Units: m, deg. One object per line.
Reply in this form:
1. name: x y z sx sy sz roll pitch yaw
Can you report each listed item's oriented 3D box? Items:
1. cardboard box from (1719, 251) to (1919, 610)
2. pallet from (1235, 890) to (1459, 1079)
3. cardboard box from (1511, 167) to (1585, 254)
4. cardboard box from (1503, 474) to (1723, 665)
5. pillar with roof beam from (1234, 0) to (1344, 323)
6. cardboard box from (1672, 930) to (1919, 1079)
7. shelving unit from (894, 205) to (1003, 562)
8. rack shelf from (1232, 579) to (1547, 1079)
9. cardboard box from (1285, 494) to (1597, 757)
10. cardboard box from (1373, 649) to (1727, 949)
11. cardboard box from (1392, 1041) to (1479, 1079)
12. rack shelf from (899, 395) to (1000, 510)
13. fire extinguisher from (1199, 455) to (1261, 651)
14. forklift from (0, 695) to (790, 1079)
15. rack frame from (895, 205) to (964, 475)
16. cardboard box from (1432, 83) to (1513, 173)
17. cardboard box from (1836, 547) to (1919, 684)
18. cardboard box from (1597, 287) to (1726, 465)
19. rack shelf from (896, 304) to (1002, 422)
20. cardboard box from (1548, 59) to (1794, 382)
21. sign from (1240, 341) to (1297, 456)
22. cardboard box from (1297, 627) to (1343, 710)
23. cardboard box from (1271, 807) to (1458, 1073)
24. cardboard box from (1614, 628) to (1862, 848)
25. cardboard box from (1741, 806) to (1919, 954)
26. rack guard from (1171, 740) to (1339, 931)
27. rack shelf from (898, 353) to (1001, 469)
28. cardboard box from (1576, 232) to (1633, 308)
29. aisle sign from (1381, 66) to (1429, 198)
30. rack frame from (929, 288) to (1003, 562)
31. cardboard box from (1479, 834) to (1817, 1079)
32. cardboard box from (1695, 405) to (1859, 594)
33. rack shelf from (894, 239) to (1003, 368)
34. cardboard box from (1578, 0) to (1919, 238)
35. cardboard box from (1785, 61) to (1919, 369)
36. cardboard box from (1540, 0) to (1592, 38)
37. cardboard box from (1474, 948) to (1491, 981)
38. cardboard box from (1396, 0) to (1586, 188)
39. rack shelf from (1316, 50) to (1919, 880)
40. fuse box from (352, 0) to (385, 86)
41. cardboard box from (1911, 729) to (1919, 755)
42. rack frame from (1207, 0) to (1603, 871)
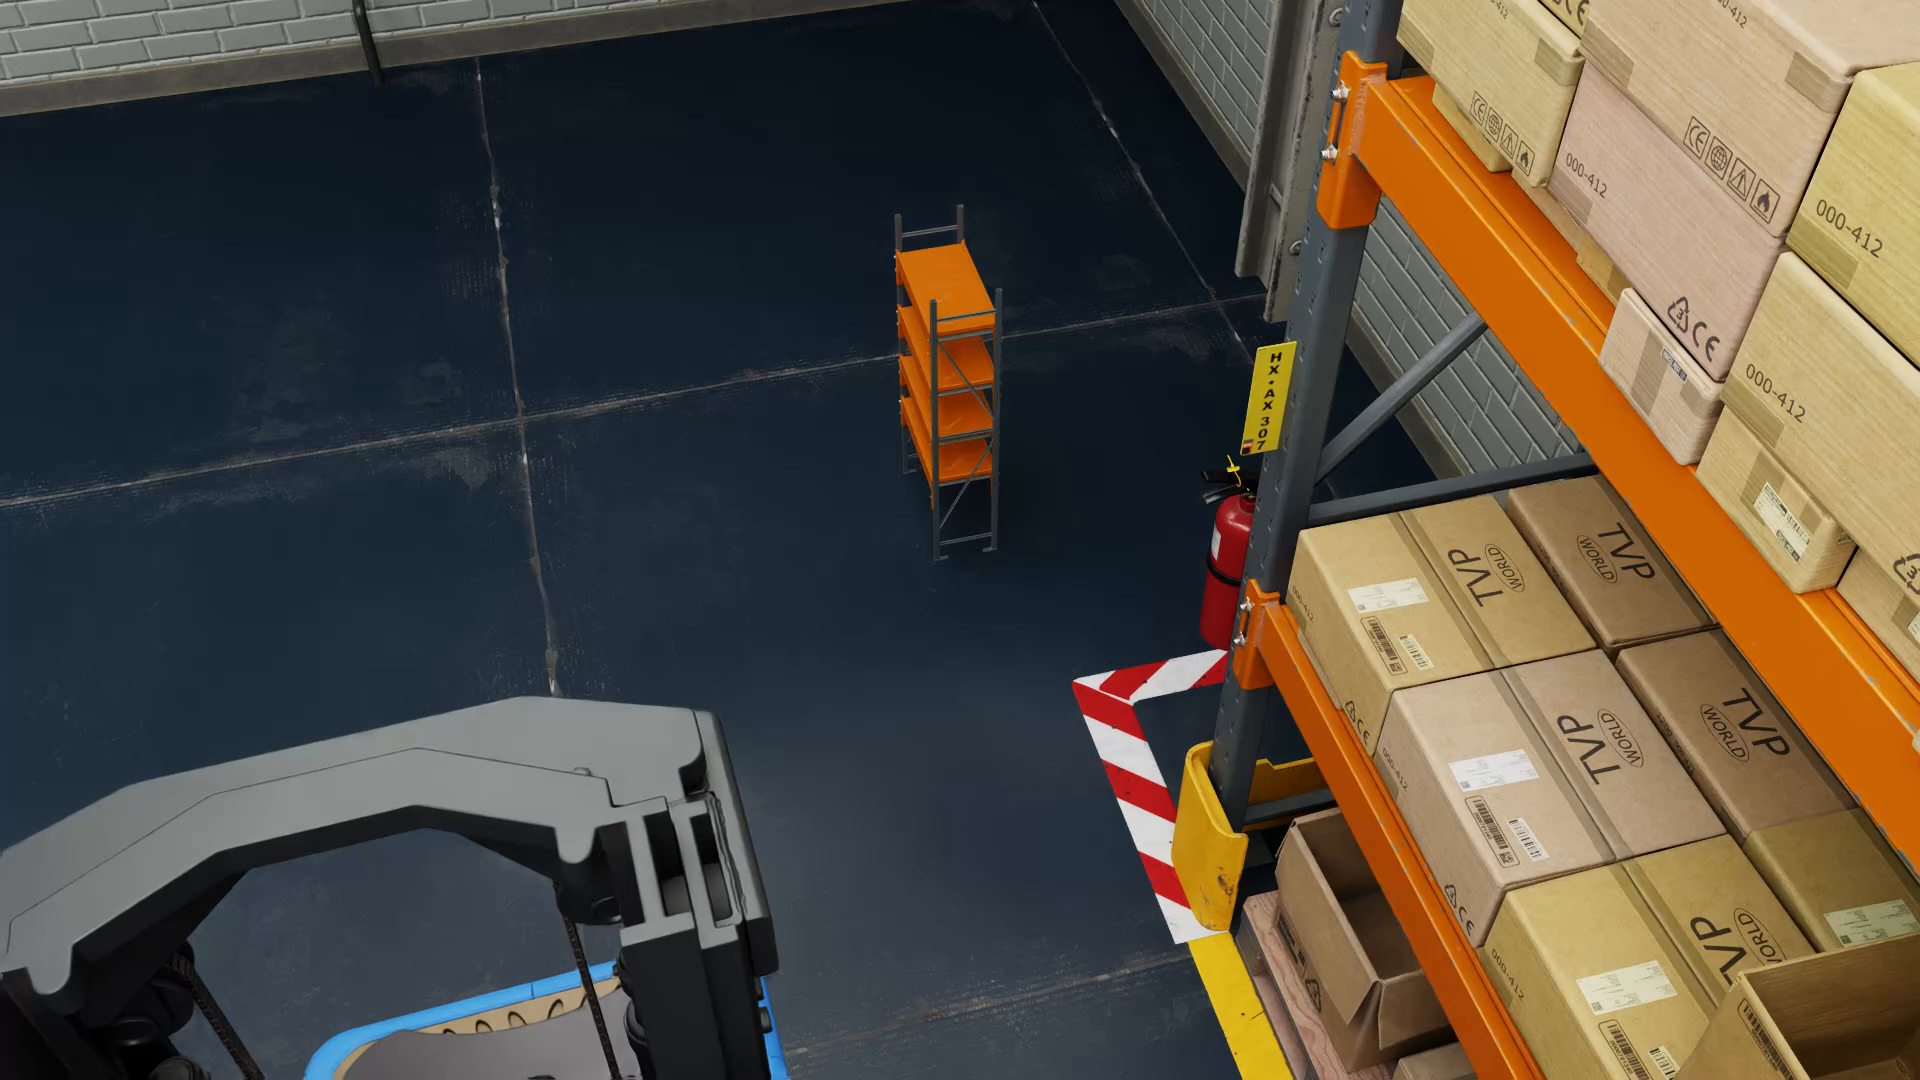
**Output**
1. cardboard box: 1.361 -0.164 2.107 0.500 0.250 0.500 -12 47 -12
2. pallet: 1.467 1.457 4.675 1.003 0.211 1.213 -11 47 -10
3. cardboard box: 1.192 -0.645 2.858 0.380 0.149 0.250 -10 46 -10
4. cardboard box: 1.617 0.096 3.953 0.500 0.250 0.500 -9 46 -9
5. pillar with roof beam: -2.738 -3.461 3.341 9.100 9.000 0.400 -11 47 -10
6. cardboard box: 1.483 0.962 2.579 0.500 0.500 0.500 -10 46 -9
7. shelving unit: -0.042 -0.534 5.933 0.258 1.200 0.503 -11 47 -10
8. rack shelf: 1.755 1.511 3.173 1.077 0.370 4.000 -11 47 -10
9. cardboard box: 1.098 0.189 3.861 0.500 0.250 0.500 -10 47 -10
10. cardboard box: 1.228 0.537 3.520 0.500 0.250 0.500 -10 46 -10
11. cardboard box: 1.379 1.469 4.412 0.380 0.149 0.250 -12 47 -12
12. rack shelf: -0.042 -0.348 6.123 0.258 0.148 0.480 -11 47 -10
13. fire extinguisher: 0.758 0.019 4.447 0.296 0.674 0.183 -11 47 -10
14. forklift: -0.539 1.738 2.495 1.130 2.935 3.031 -12 47 -12
15. rack frame: -0.105 -0.703 6.099 0.240 1.200 0.015 -11 47 -10
16. cardboard box: 1.099 -0.821 3.030 0.380 0.149 0.250 -10 46 -9
17. cardboard box: 1.402 0.065 2.162 0.380 0.149 0.250 -11 47 -11
18. cardboard box: 1.205 -0.274 2.494 0.380 0.149 0.250 -10 46 -9
19. rack shelf: -0.042 -0.644 5.822 0.258 0.148 0.480 -11 47 -10
20. cardboard box: 1.242 -0.520 2.456 0.500 0.250 0.500 -10 46 -10
21. sign: 0.718 -0.326 3.863 0.100 0.325 0.005 -11 47 -10
22. cardboard box: 1.061 0.243 4.087 0.380 0.149 0.250 -11 47 -11
23. cardboard box: 1.308 1.045 4.580 0.797 0.503 0.637 -12 47 -12
24. cardboard box: 1.748 0.452 3.604 0.500 0.250 0.500 -11 47 -10
25. cardboard box: 1.870 0.795 3.268 0.500 0.250 0.500 -9 46 -9
26. rack guard: 1.262 0.806 5.111 1.175 0.500 0.348 -11 47 -10
27. rack shelf: -0.042 -0.487 5.982 0.258 0.148 0.480 -11 47 -10
28. cardboard box: 1.241 -0.465 2.681 0.380 0.149 0.250 -11 47 -10
29. aisle sign: 0.941 -1.025 3.334 0.394 0.787 0.004 -11 47 -10
30. rack frame: 0.020 -0.366 5.768 0.240 1.200 0.015 -11 47 -10
31. cardboard box: 1.361 0.886 3.178 0.500 0.250 0.500 -12 47 -11
32. cardboard box: 1.279 -0.094 2.318 0.380 0.149 0.250 -11 47 -10
33. rack shelf: -0.042 -0.809 5.653 0.258 0.148 0.480 -11 47 -10
34. cardboard box: 1.225 -0.691 2.274 0.500 0.250 0.500 -11 47 -11
35. cardboard box: 1.367 -0.347 1.936 0.500 0.250 0.500 -11 47 -11
36. cardboard box: 1.113 -1.046 2.621 0.500 0.250 0.500 -11 47 -11
37. cardboard box: 1.278 0.771 3.570 0.380 0.149 0.250 -9 46 -9
38. cardboard box: 1.092 -0.867 2.796 0.500 0.250 0.500 -11 47 -11
39. rack shelf: 1.755 0.461 2.102 1.077 0.370 4.000 -11 47 -10
40. fuse box: -2.953 -2.933 7.926 0.539 1.711 0.414 -11 47 -10
41. cardboard box: 1.398 0.255 1.976 0.380 0.149 0.250 -11 47 -10
42. rack frame: 1.243 -0.122 4.269 1.000 3.000 0.127 -11 47 -10
